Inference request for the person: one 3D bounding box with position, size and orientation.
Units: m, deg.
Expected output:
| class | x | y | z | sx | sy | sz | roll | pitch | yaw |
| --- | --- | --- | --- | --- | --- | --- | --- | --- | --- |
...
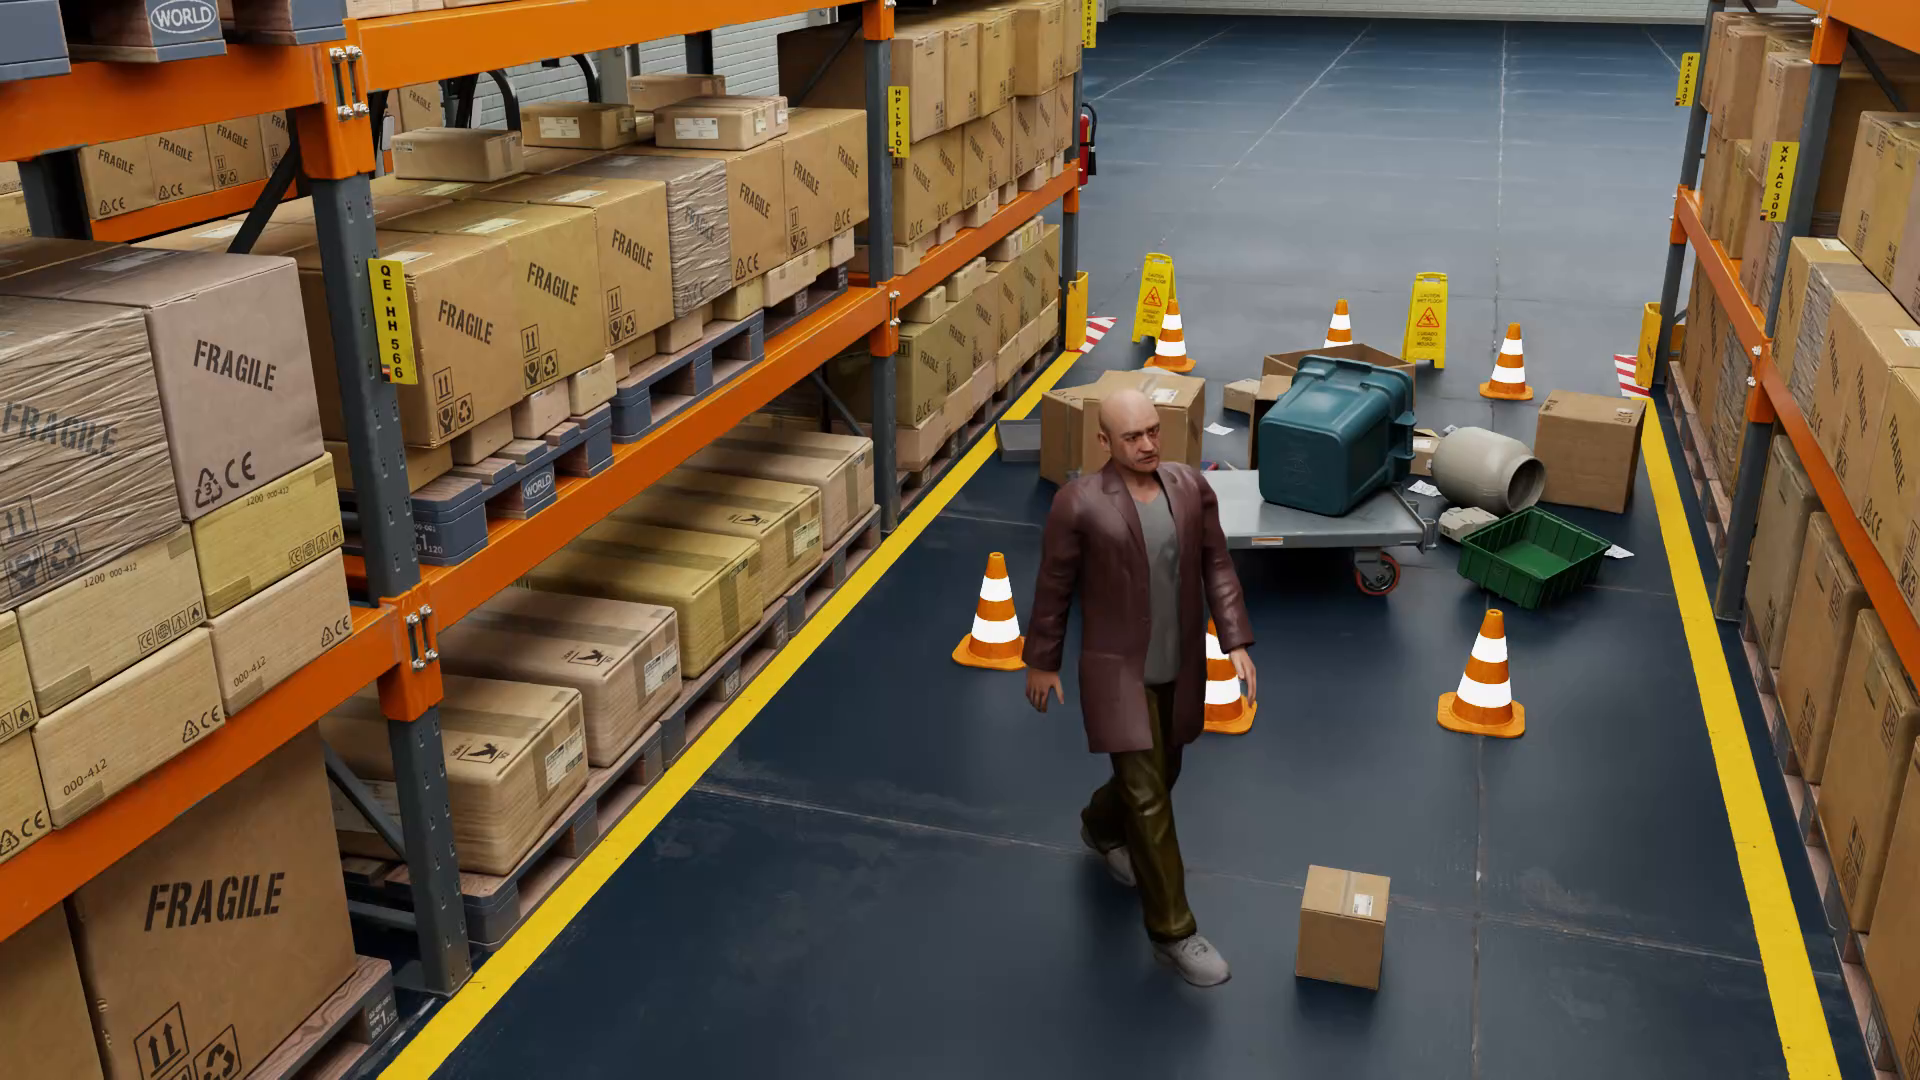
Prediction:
| class | x | y | z | sx | sy | sz | roll | pitch | yaw |
| --- | --- | --- | --- | --- | --- | --- | --- | --- | --- |
| person | 0.625 | 0.421 | 5.051 | 0.637 | 1.718 | 1.014 | -11 | 24 | -25 |
